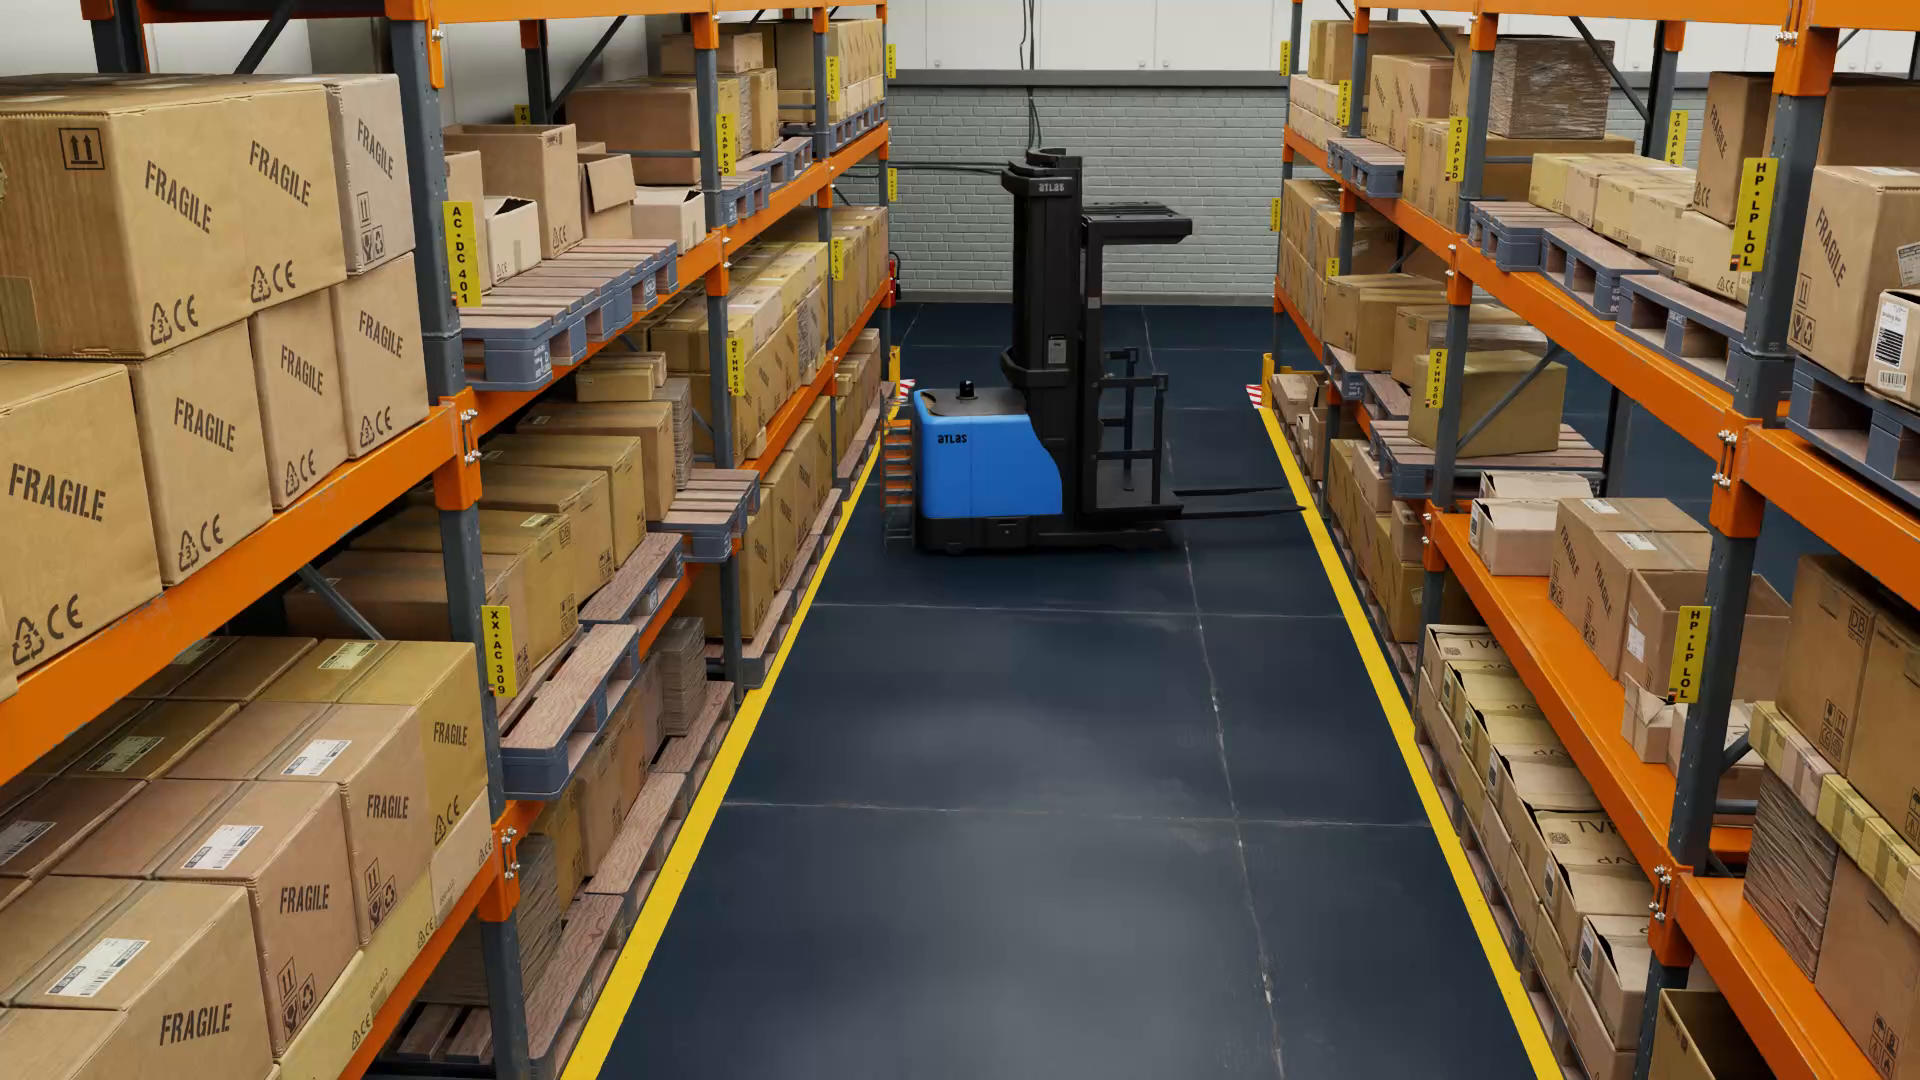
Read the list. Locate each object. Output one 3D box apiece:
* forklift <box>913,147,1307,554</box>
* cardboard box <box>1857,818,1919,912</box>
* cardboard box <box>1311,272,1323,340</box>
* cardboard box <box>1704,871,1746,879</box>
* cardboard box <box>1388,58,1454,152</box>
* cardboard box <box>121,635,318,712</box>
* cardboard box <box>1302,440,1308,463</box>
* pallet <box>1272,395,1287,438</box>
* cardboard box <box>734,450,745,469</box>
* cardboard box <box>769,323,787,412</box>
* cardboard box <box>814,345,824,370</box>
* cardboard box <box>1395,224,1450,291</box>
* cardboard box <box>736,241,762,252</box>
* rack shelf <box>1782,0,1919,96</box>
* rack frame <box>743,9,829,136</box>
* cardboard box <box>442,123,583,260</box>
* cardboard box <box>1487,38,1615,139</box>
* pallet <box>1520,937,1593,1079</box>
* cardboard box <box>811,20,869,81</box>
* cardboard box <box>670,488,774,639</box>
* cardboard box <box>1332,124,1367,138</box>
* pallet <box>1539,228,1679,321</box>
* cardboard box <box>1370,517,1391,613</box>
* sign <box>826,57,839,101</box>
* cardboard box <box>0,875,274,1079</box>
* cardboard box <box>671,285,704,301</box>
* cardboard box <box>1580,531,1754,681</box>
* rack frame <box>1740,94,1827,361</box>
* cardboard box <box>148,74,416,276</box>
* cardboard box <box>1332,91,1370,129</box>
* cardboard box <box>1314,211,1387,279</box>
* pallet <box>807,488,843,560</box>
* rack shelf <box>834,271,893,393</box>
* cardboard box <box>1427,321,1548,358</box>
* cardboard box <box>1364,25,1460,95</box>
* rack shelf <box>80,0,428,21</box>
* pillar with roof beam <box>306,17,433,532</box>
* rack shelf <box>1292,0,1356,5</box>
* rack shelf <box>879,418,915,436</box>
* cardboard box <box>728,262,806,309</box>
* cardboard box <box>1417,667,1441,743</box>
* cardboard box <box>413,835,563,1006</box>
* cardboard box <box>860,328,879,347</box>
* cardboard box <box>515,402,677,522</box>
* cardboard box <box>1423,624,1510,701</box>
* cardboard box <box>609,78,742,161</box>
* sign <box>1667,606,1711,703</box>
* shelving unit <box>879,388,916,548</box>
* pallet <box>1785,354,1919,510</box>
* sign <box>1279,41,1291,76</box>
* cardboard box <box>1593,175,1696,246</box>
[{"bbox_3d":[1.158,-1.469,12.700,3.031,2.935,1.130,-2,18,-7],"label":"forklift"},{"bbox_3d":[2.588,0.849,4.314,0.380,0.149,0.250,1,18,3],"label":"cardboard box"},{"bbox_3d":[3.241,-1.968,13.950,0.500,0.500,0.500,2,18,5],"label":"cardboard box"},{"bbox_3d":[3.171,1.448,6.527,0.500,0.311,0.500,1,18,3],"label":"cardboard box"},{"bbox_3d":[3.291,-2.956,11.315,0.600,0.600,0.600,1,18,3],"label":"cardboard box"},{"bbox_3d":[-2.331,0.623,5.209,0.500,0.500,0.500,1,18,3],"label":"cardboard box"},{"bbox_3d":[3.151,-0.754,14.280,0.380,0.149,0.250,1,18,4],"label":"cardboard box"},{"bbox_3d":[3.651,-1.245,16.384,1.003,0.211,1.213,1,18,4],"label":"pallet"},{"bbox_3d":[-1.521,-0.531,10.099,0.380,0.149,0.250,2,18,5],"label":"cardboard box"},{"bbox_3d":[-1.429,-1.126,10.872,0.500,0.500,0.500,1,18,4],"label":"cardboard box"},{"bbox_3d":[-1.252,-1.408,12.775,0.380,0.149,0.250,2,18,5],"label":"cardboard box"},{"bbox_3d":[3.740,-2.262,13.242,0.500,0.500,0.500,2,18,5],"label":"cardboard box"},{"bbox_3d":[-1.808,-2.126,12.720,0.500,0.250,0.500,2,18,6],"label":"cardboard box"},{"bbox_3d":[2.709,-0.812,2.748,1.077,0.370,4.000,1,18,4],"label":"rack shelf"},{"bbox_3d":[-1.516,-4.559,12.386,1.000,3.000,0.127,1,18,4],"label":"rack frame"},{"bbox_3d":[-1.882,-1.447,6.871,0.500,0.500,0.500,1,18,2],"label":"cardboard box"},{"bbox_3d":[3.176,-2.440,8.969,0.500,0.500,0.500,1,18,4],"label":"cardboard box"},{"bbox_3d":[2.866,1.981,6.538,1.003,0.211,1.213,1,18,4],"label":"pallet"},{"bbox_3d":[-1.085,-4.358,14.789,0.500,0.500,0.500,0,18,1],"label":"cardboard box"},{"bbox_3d":[-1.619,0.130,10.486,0.750,0.750,0.750,1,18,3],"label":"cardboard box"},{"bbox_3d":[3.195,-3.110,13.021,0.500,0.250,0.500,1,18,4],"label":"cardboard box"},{"bbox_3d":[3.102,-1.132,7.047,1.003,0.211,1.213,2,18,6],"label":"pallet"},{"bbox_3d":[3.009,0.166,10.908,0.500,0.500,0.500,1,18,2],"label":"cardboard box"},{"bbox_3d":[-0.974,-3.520,12.696,0.100,0.325,0.005,1,18,4],"label":"sign"},{"bbox_3d":[-1.928,1.108,3.728,0.500,0.500,0.500,2,18,6],"label":"cardboard box"},{"bbox_3d":[-1.948,-1.488,10.771,0.500,0.250,0.500,1,18,3],"label":"cardboard box"},{"bbox_3d":[2.997,0.281,7.088,0.500,0.500,0.500,1,18,4],"label":"cardboard box"},{"bbox_3d":[2.852,-1.965,4.469,1.000,3.000,0.127,1,18,4],"label":"rack frame"},{"bbox_3d":[-1.854,-1.020,4.602,0.500,0.500,0.500,0,18,-1],"label":"cardboard box"},{"bbox_3d":[3.190,-3.348,12.944,0.500,0.250,0.500,1,18,4],"label":"cardboard box"},{"bbox_3d":[3.238,-2.444,13.797,0.500,0.500,0.500,1,18,3],"label":"cardboard box"},{"bbox_3d":[-1.496,-0.142,13.018,1.003,0.211,1.213,1,18,4],"label":"pallet"},{"bbox_3d":[-1.372,-1.988,15.328,1.077,0.370,4.000,1,18,4],"label":"rack shelf"},{"bbox_3d":[3.328,-1.082,10.572,0.700,0.500,0.500,5,19,14],"label":"cardboard box"},{"bbox_3d":[3.422,-3.699,12.811,0.700,0.500,0.500,1,18,4],"label":"cardboard box"},{"bbox_3d":[-2.232,-1.110,3.020,1.077,0.370,4.000,1,18,4],"label":"rack shelf"},{"bbox_3d":[1.536,-2.836,7.128,9.100,9.000,0.400,1,18,4],"label":"pillar with roof beam"},{"bbox_3d":[3.569,-4.728,14.060,1.077,0.370,4.000,1,18,4],"label":"rack shelf"},{"bbox_3d":[-0.477,-0.844,12.557,0.258,0.103,0.180,-2,18,-7],"label":"rack shelf"},{"bbox_3d":[-1.377,-1.795,11.710,0.500,0.250,0.500,2,18,5],"label":"cardboard box"},{"bbox_3d":[2.808,0.906,9.081,0.500,0.250,0.500,1,18,4],"label":"cardboard box"},{"bbox_3d":[-2.053,1.526,6.757,0.700,0.500,0.500,2,18,6],"label":"cardboard box"},{"bbox_3d":[-1.007,-2.007,16.530,0.380,0.149,0.250,1,18,3],"label":"cardboard box"},{"bbox_3d":[-1.839,-0.402,8.467,0.700,0.500,0.500,0,18,-1],"label":"cardboard box"},{"bbox_3d":[2.808,0.640,8.994,0.500,0.311,0.500,2,18,6],"label":"cardboard box"},{"bbox_3d":[-1.787,-2.637,10.470,0.700,0.500,0.500,2,18,7],"label":"cardboard box"},{"bbox_3d":[2.310,0.364,5.263,0.100,0.325,0.005,1,18,4],"label":"sign"},{"bbox_3d":[-0.477,-0.544,12.655,0.258,1.200,0.189,-2,18,-7],"label":"shelving unit"},{"bbox_3d":[2.817,-0.232,4.140,1.003,0.211,1.213,1,18,4],"label":"pallet"},{"bbox_3d":[3.171,-4.694,16.211,0.100,0.325,0.005,1,18,4],"label":"sign"},{"bbox_3d":[3.091,-1.428,7.212,0.500,0.250,0.500,1,18,3],"label":"cardboard box"}]
